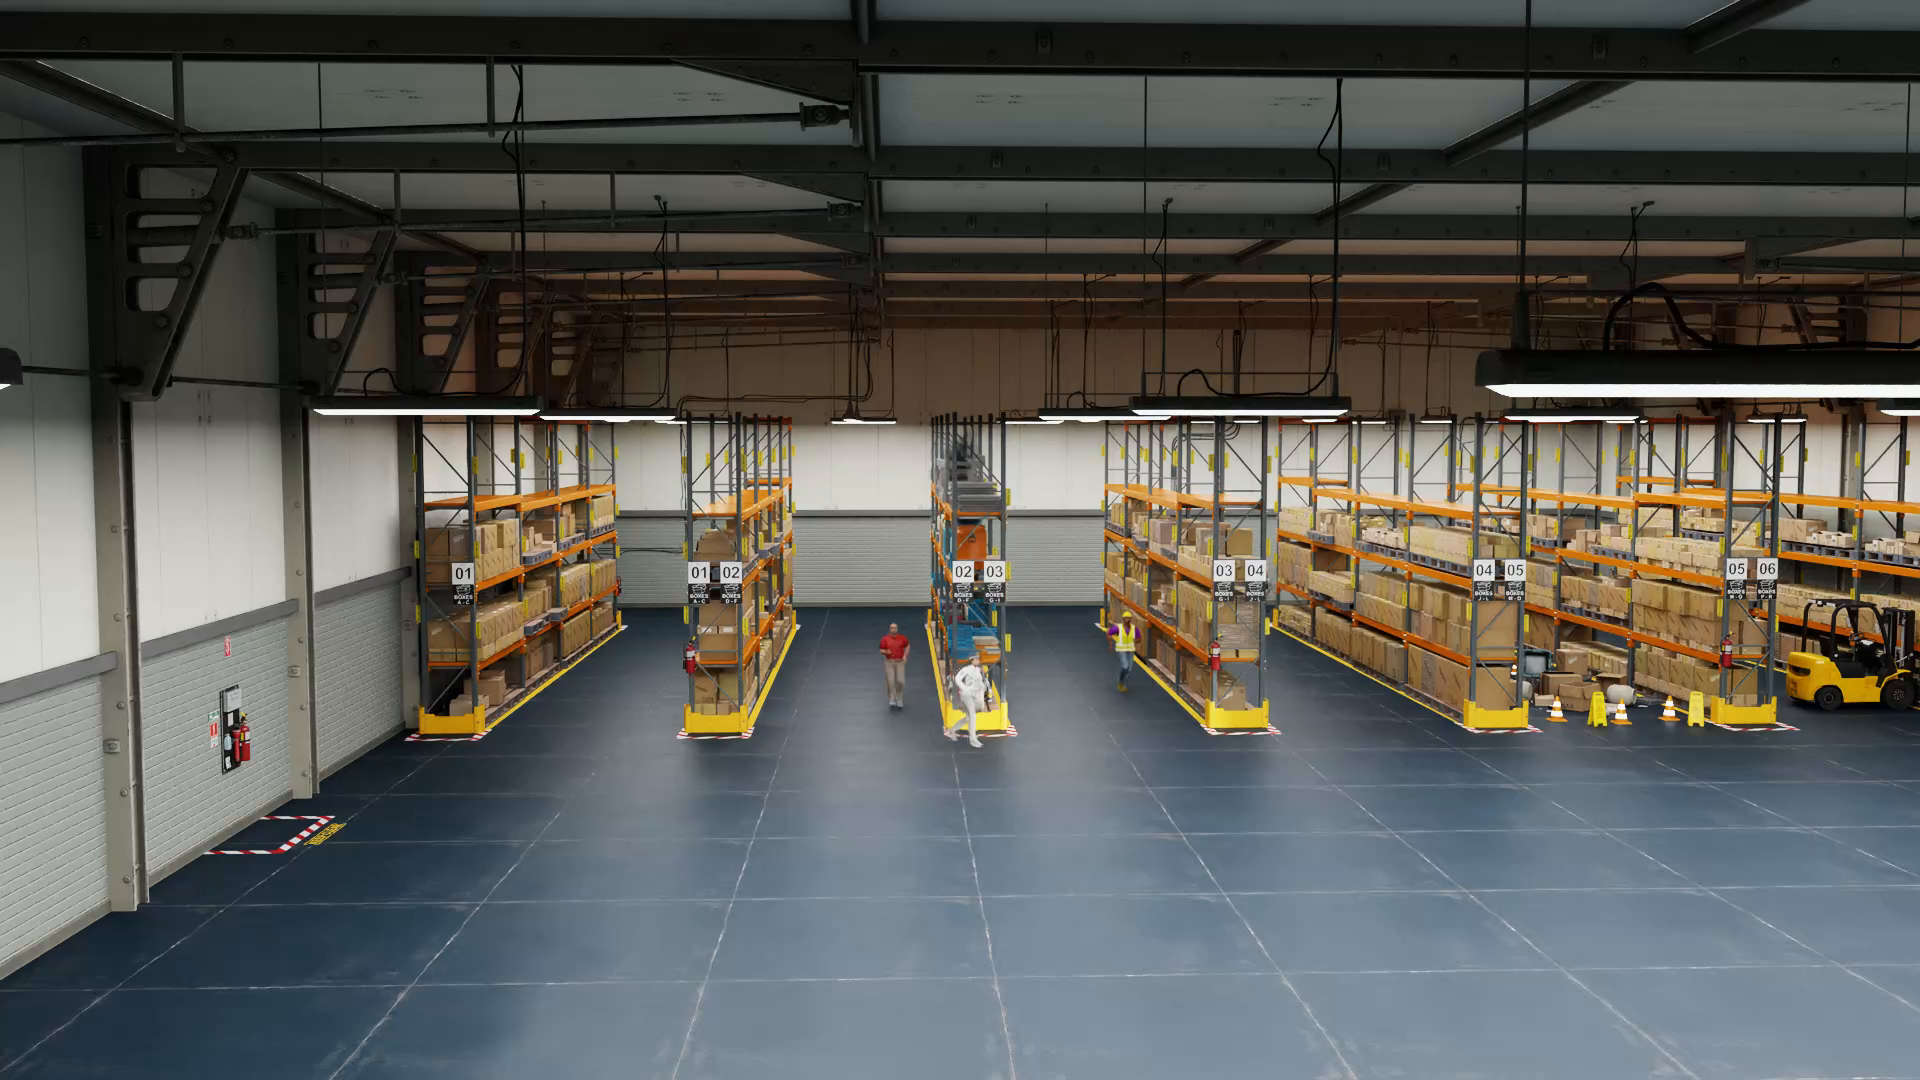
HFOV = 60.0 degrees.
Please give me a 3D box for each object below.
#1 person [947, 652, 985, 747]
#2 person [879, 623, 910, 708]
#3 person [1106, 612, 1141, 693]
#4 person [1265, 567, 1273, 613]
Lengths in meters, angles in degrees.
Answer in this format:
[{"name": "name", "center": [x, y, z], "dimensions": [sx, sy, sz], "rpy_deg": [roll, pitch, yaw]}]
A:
[{"name": "person", "center": [0.186, 2.852, 30.089], "dimensions": [0.798, 1.675, 0.667], "rpy_deg": [2, 5, 32]}, {"name": "person", "center": [-1.327, 2.573, 33.902], "dimensions": [0.643, 1.754, 0.676], "rpy_deg": [0, 4, -5]}, {"name": "person", "center": [3.569, 2.407, 35.735], "dimensions": [0.692, 1.741, 0.660], "rpy_deg": [-1, 4, -16]}, {"name": "person", "center": [8.914, 1.586, 48.926], "dimensions": [0.708, 1.620, 0.817], "rpy_deg": [-2, 5, -32]}]
